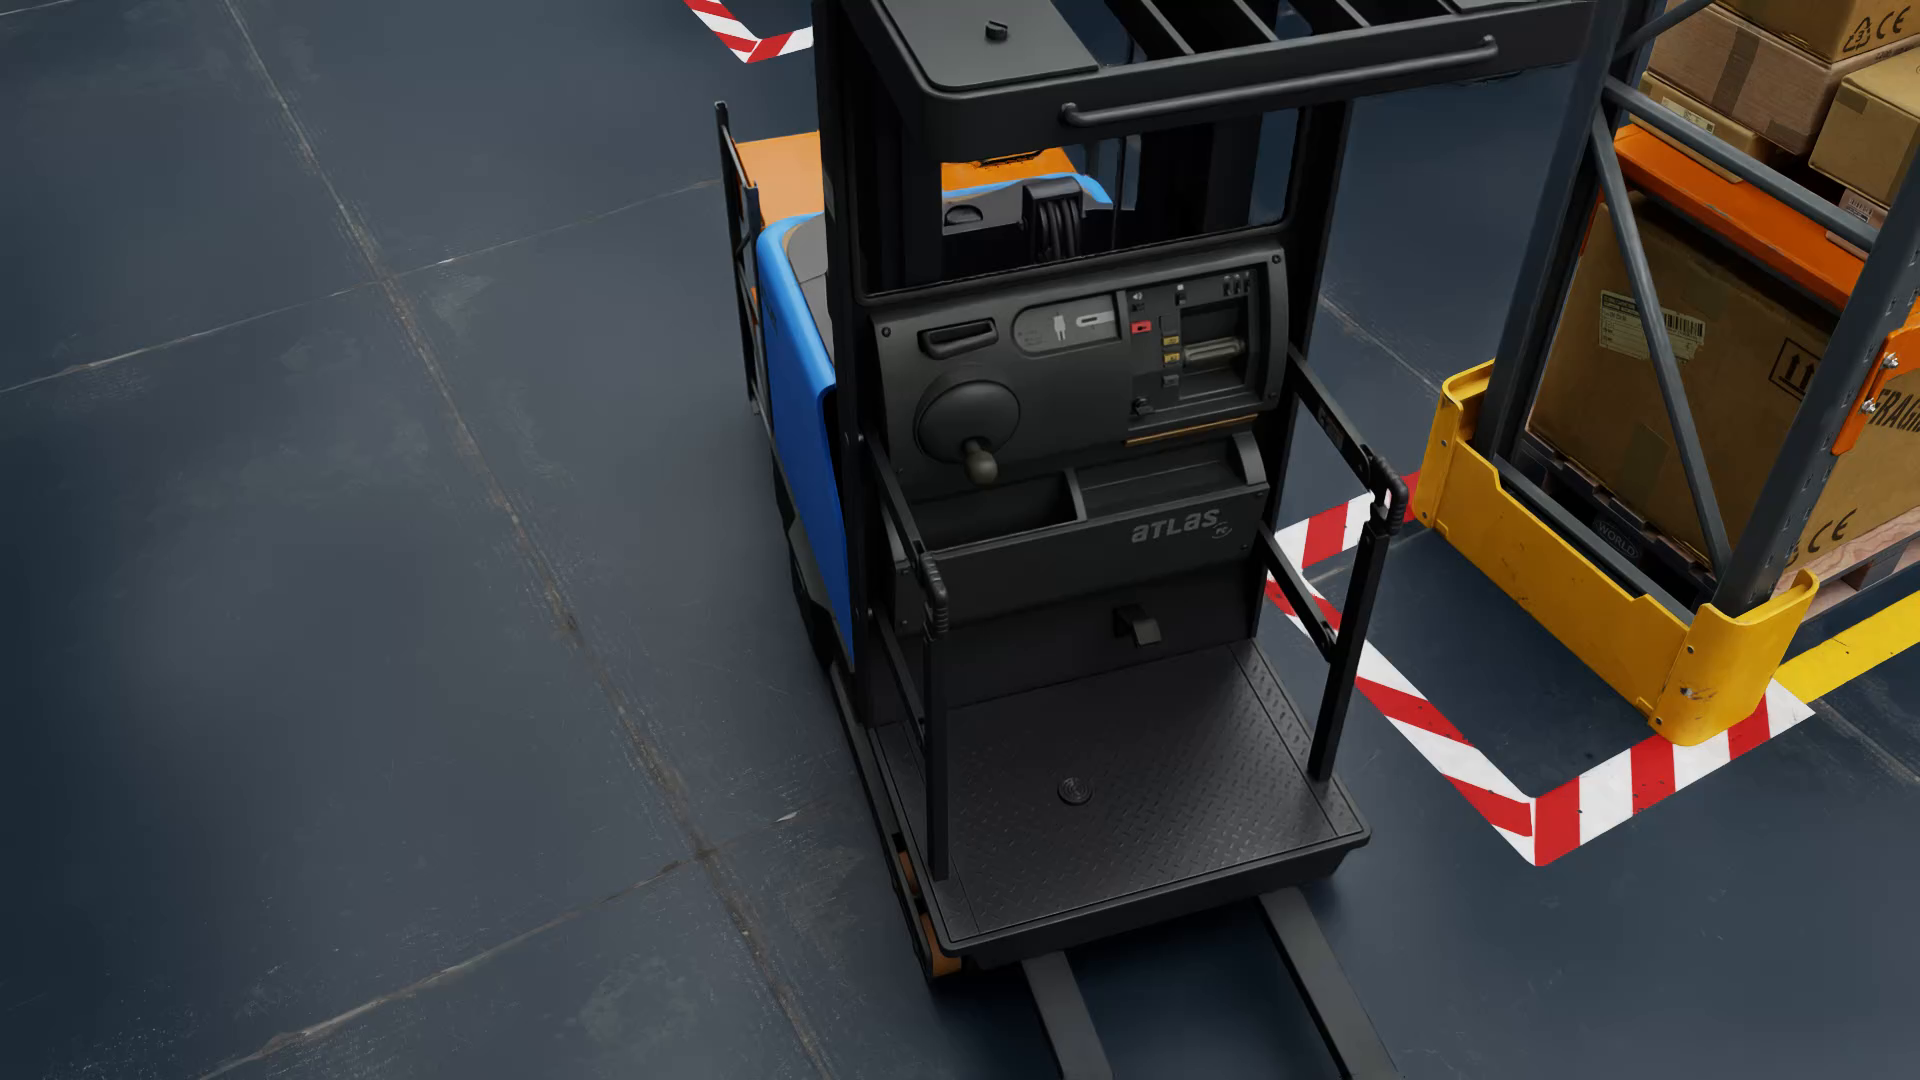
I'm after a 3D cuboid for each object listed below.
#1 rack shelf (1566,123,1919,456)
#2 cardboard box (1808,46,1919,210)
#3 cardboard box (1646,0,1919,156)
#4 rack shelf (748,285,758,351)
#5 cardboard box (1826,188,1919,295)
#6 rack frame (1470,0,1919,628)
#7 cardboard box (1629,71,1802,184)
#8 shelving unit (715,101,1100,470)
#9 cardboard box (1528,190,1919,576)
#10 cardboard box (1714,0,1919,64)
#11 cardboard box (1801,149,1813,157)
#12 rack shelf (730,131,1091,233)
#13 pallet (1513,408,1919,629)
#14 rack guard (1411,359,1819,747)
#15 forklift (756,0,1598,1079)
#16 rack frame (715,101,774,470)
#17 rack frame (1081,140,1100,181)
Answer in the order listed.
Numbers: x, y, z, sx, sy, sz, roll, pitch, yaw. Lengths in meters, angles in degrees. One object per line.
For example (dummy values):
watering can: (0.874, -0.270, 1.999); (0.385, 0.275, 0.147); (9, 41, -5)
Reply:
rack shelf: (3.623, -1.338, 4.991); (4.000, 0.370, 1.077); (-22, 48, -21)
cardboard box: (2.440, -0.958, 3.978); (0.500, 0.250, 0.500); (-23, 49, -22)
cardboard box: (2.177, -1.283, 4.313); (0.500, 0.250, 0.500); (-23, 48, -22)
rack shelf: (-0.163, -0.672, 5.486); (1.000, 0.278, 0.538); (-12, 45, -12)
cardboard box: (2.361, -0.736, 4.035); (0.250, 0.149, 0.380); (-21, 48, -21)
rack frame: (1.889, -0.902, 4.026); (0.127, 3.000, 1.000); (-22, 48, -21)
cardboard box: (2.034, -1.134, 4.445); (0.250, 0.149, 0.380); (-21, 48, -20)
shelving unit: (-0.163, -0.847, 5.316); (1.048, 1.125, 0.538); (-12, 45, -12)
cardboard box: (2.404, -0.561, 4.898); (0.875, 0.875, 0.875); (-22, 48, -21)
cardboard box: (2.180, -1.552, 4.051); (0.500, 0.500, 0.500); (-21, 48, -20)
cardboard box: (2.258, -1.225, 4.539); (0.250, 0.149, 0.380); (-21, 48, -21)
rack shelf: (-0.163, -1.057, 5.112); (1.000, 0.278, 0.538); (-12, 45, -12)
pallet: (2.543, -0.226, 5.331); (1.213, 0.211, 1.003); (-22, 48, -21)
rack guard: (1.868, 0.003, 4.888); (0.348, 0.500, 1.175); (-22, 48, -21)
forklift: (0.340, -0.289, 3.443); (1.130, 2.935, 3.031); (-12, 45, -12)
rack frame: (-0.650, -0.746, 5.211); (0.032, 1.125, 0.500); (-12, 45, -12)
rack frame: (0.324, -0.949, 5.420); (0.032, 1.125, 0.500); (-12, 45, -12)
